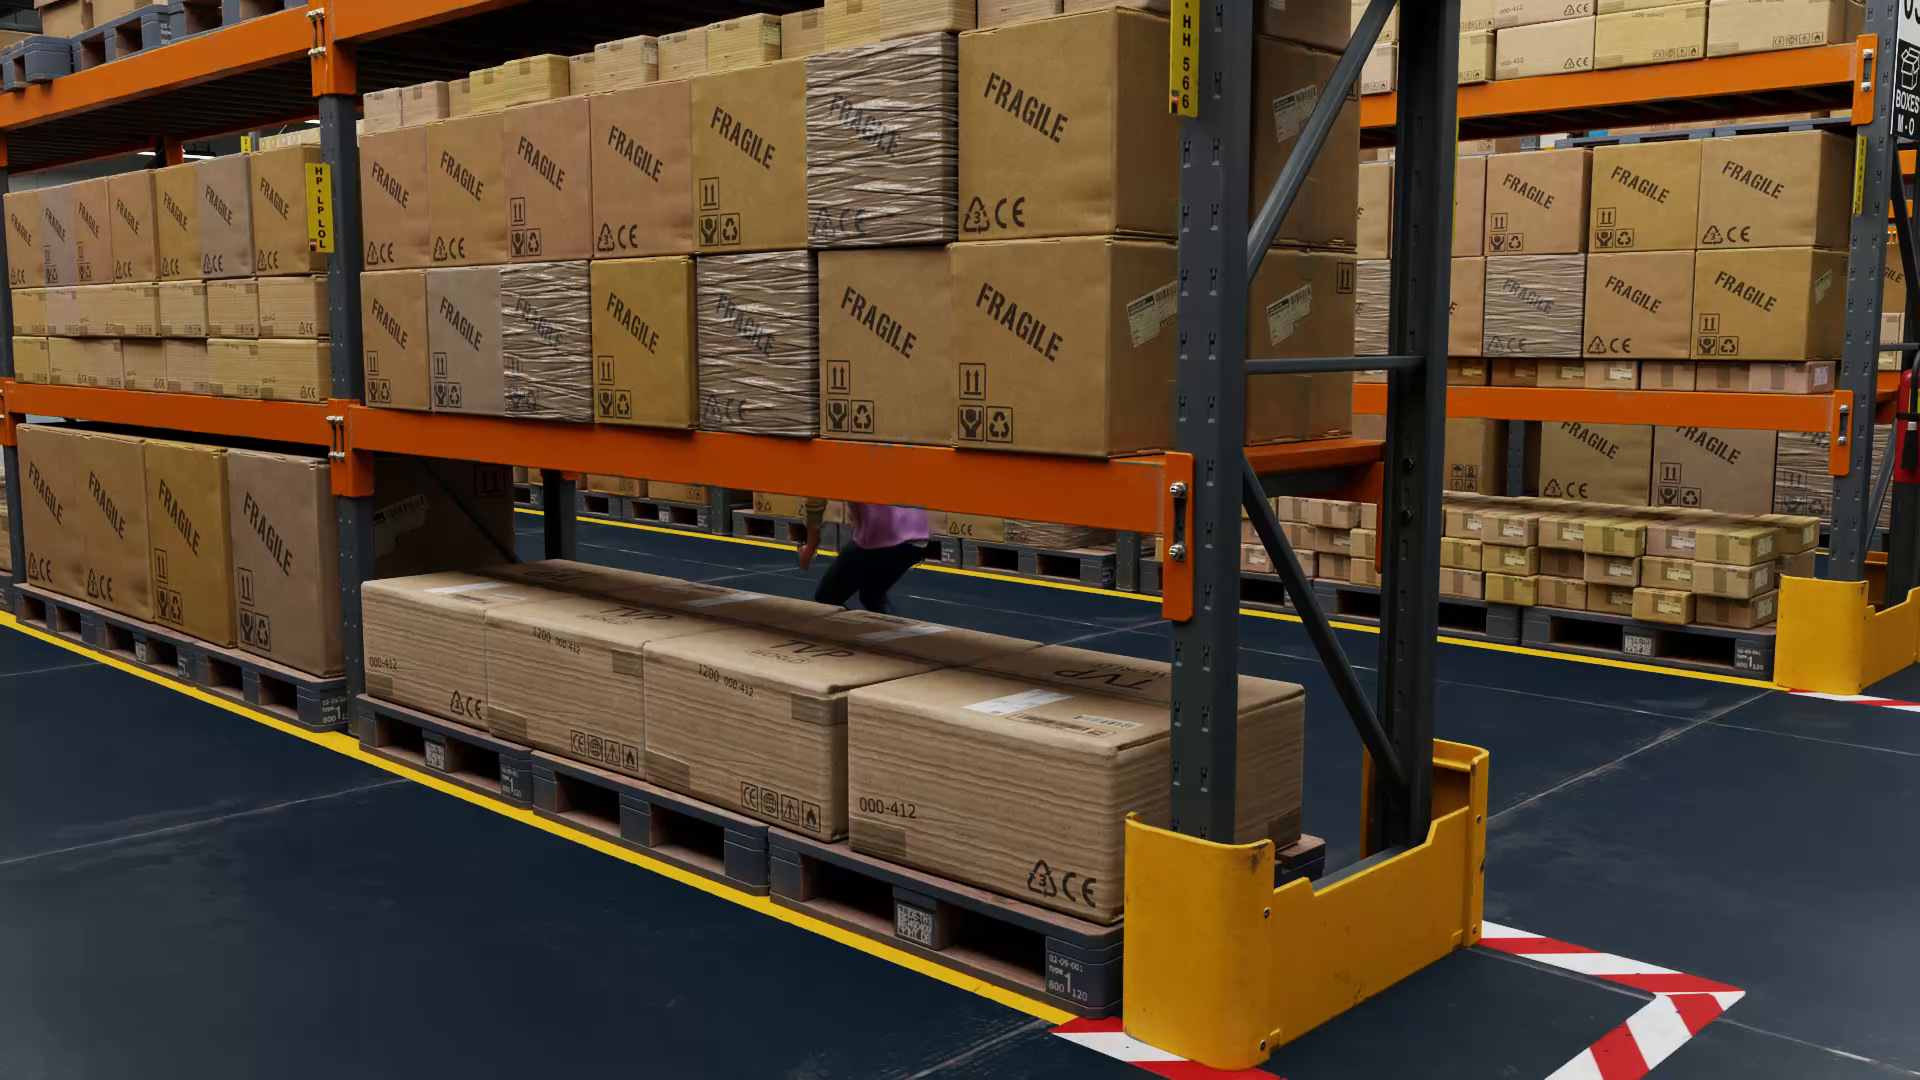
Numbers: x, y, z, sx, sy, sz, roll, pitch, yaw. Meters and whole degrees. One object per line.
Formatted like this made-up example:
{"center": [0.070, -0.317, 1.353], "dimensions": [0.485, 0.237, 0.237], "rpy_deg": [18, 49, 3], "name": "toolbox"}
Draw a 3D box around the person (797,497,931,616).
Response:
{"center": [-0.423, 0.012, 7.128], "dimensions": [0.600, 1.376, 0.460], "rpy_deg": [7, 10, 44], "name": "person"}
